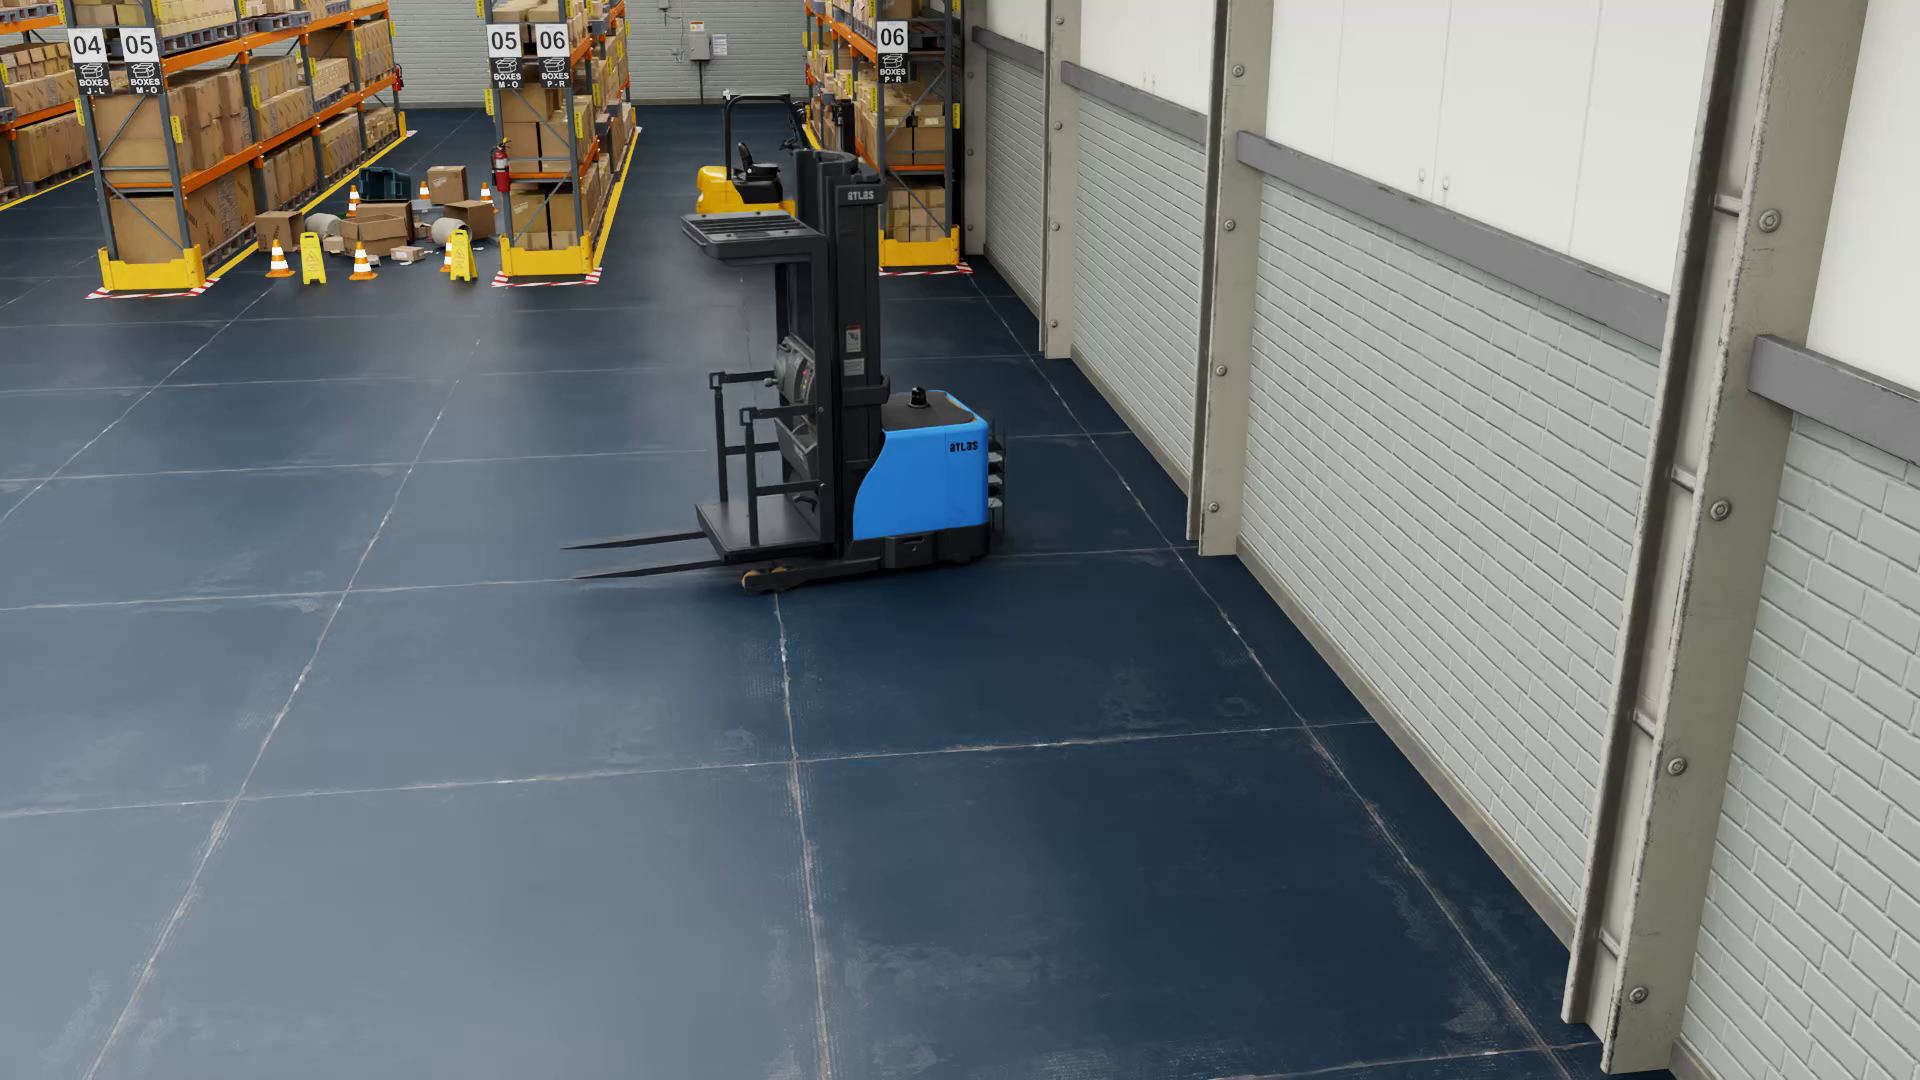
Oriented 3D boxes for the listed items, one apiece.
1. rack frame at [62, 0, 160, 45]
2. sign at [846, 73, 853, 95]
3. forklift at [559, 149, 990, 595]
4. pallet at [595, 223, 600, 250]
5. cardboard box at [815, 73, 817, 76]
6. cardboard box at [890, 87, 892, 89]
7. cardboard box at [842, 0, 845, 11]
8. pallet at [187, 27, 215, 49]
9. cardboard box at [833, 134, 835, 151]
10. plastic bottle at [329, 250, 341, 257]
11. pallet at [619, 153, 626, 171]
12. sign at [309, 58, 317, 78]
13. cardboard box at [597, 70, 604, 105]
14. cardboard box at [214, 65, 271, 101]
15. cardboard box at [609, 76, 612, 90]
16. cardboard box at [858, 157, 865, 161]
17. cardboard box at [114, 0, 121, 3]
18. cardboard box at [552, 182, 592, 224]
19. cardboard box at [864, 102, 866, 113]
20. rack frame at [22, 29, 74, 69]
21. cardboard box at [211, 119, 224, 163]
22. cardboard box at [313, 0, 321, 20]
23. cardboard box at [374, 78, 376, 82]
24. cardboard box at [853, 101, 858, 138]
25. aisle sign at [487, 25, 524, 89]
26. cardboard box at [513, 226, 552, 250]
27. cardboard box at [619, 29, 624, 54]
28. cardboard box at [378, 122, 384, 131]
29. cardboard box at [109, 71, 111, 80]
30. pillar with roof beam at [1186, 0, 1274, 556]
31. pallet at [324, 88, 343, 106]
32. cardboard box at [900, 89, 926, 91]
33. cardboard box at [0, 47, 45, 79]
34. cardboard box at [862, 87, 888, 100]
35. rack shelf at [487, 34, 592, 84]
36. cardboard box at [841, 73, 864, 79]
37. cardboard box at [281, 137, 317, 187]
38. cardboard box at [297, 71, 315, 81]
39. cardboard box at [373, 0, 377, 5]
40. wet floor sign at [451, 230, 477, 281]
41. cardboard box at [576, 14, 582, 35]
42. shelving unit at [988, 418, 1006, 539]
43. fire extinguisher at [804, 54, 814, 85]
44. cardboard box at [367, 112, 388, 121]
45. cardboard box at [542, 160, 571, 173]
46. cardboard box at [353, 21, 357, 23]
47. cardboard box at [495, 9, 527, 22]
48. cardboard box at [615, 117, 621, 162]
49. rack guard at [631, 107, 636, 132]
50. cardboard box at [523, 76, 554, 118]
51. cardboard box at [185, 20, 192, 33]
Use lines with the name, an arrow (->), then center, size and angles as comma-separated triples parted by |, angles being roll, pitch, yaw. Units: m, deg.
rack frame -> -10.400, -7.505, 19.948 | 1.000, 3.000, 0.127 | -3, 21, -8
sign -> -1.718, -7.090, 25.870 | 0.100, 0.325, 0.005 | -3, 21, -8
forklift -> -1.352, -1.196, 11.728 | 3.031, 2.935, 1.130 | -7, 22, -19
pallet -> -5.782, -4.403, 24.204 | 1.003, 0.211, 1.213 | -3, 21, -8
cardboard box -> -2.827, -9.722, 34.819 | 0.380, 0.149, 0.250 | -3, 21, -9
cardboard box -> -1.020, -7.099, 26.365 | 0.380, 0.149, 0.250 | -3, 21, -9
cardboard box -> -1.638, -8.726, 26.891 | 0.500, 0.311, 0.500 | -4, 21, -10
pallet -> -10.697, -6.737, 22.308 | 1.003, 0.211, 1.213 | -3, 21, -8
cardboard box -> -2.094, -7.335, 31.041 | 0.500, 0.500, 0.500 | -3, 21, -9
plastic bottle -> -8.823, -4.047, 23.463 | 0.133, 0.061, 0.283 | -11, 23, -26
pallet -> -6.882, -7.141, 31.533 | 1.003, 0.211, 1.213 | -3, 21, -8
sign -> -11.005, -8.036, 28.289 | 0.100, 0.325, 0.005 | -3, 21, -8
cardboard box -> -6.008, -7.269, 26.722 | 0.500, 0.500, 0.500 | -3, 21, -8
cardboard box -> -11.203, -7.119, 25.917 | 0.700, 0.500, 0.500 | -3, 21, -7
cardboard box -> -6.572, -8.280, 30.097 | 0.500, 0.250, 0.500 | -2, 21, -6
cardboard box -> -1.423, -5.809, 25.883 | 0.500, 0.250, 0.500 | -3, 21, -9
cardboard box -> -10.856, -6.874, 21.022 | 0.380, 0.149, 0.250 | -3, 21, -7
cardboard box -> -5.443, -4.721, 23.327 | 0.500, 0.500, 0.500 | -4, 21, -10
cardboard box -> -1.193, -6.306, 24.243 | 0.380, 0.149, 0.250 | -3, 21, -9
rack frame -> -17.053, -8.634, 31.545 | 1.000, 3.000, 0.127 | -3, 21, -8
cardboard box -> -10.673, -5.462, 22.838 | 0.875, 0.550, 0.500 | -3, 21, -8
cardboard box -> -11.452, -9.300, 28.899 | 0.500, 0.500, 0.500 | -3, 21, -8
cardboard box -> -12.227, -9.476, 34.160 | 0.380, 0.149, 0.250 | -3, 21, -7
cardboard box -> -1.376, -6.495, 25.677 | 0.500, 0.500, 0.500 | -3, 21, -9
aisle sign -> -5.795, -6.161, 21.208 | 0.394, 0.787, 0.004 | -3, 21, -8
cardboard box -> -5.903, -4.162, 22.902 | 0.500, 0.250, 0.500 | -3, 21, -8
cardboard box -> -7.275, -10.354, 34.579 | 0.500, 0.500, 0.500 | -3, 21, -8
cardboard box -> -12.099, -8.524, 34.301 | 0.380, 0.149, 0.250 | -3, 21, -7
cardboard box -> -16.928, -9.051, 32.452 | 0.500, 0.250, 0.500 | -3, 21, -8
pillar with roof beam -> -2.344, -3.955, 10.445 | 9.100, 9.000, 0.400 | -3, 21, -8
pallet -> -11.880, -8.057, 30.277 | 1.003, 0.211, 1.213 | -3, 21, -8
cardboard box -> -0.684, -6.565, 24.512 | 0.380, 0.149, 0.250 | -3, 21, -8
cardboard box -> -16.760, -8.477, 29.550 | 0.797, 0.503, 0.637 | -2, 21, -6
cardboard box -> -1.257, -6.623, 24.668 | 0.380, 0.149, 0.250 | -3, 21, -9
rack shelf -> -5.805, -6.739, 23.215 | 1.077, 0.370, 4.000 | -3, 21, -8
cardboard box -> -1.852, -7.956, 28.660 | 0.380, 0.149, 0.250 | -3, 21, -7
cardboard box -> -11.555, -6.392, 28.157 | 1.050, 0.750, 0.750 | -3, 21, -8
cardboard box -> -11.470, -8.084, 28.983 | 0.380, 0.149, 0.250 | -3, 21, -9
cardboard box -> -12.240, -11.076, 34.011 | 0.500, 0.250, 0.500 | -2, 21, -5
wet floor sign -> -6.548, -3.756, 21.851 | 0.267, 0.644, 0.232 | 4, 21, 11
cardboard box -> -5.542, -7.171, 23.132 | 0.500, 0.250, 0.500 | -2, 21, -7
shelving unit -> 0.192, -0.456, 12.652 | 0.258, 0.900, 0.210 | -8, 22, -20
fire extinguisher -> -3.390, -10.587, 37.418 | 0.296, 0.674, 0.183 | -3, 21, -8
cardboard box -> -12.169, -8.847, 34.740 | 0.380, 0.149, 0.250 | -2, 21, -6
cardboard box -> -5.361, -4.989, 22.146 | 0.380, 0.149, 0.250 | -3, 21, -8
cardboard box -> -12.826, -10.545, 34.666 | 0.500, 0.500, 0.500 | -2, 21, -6
cardboard box -> -5.857, -6.833, 21.657 | 0.380, 0.149, 0.250 | -3, 21, -7
cardboard box -> -6.812, -7.502, 30.953 | 0.875, 0.875, 0.875 | -3, 21, -7
rack guard -> -7.827, -9.356, 37.051 | 1.175, 0.500, 0.348 | -3, 21, -8
cardboard box -> -5.872, -5.975, 22.429 | 0.700, 0.500, 0.500 | -3, 21, -7
cardboard box -> -10.279, -6.710, 21.723 | 0.380, 0.149, 0.250 | -3, 21, -8
